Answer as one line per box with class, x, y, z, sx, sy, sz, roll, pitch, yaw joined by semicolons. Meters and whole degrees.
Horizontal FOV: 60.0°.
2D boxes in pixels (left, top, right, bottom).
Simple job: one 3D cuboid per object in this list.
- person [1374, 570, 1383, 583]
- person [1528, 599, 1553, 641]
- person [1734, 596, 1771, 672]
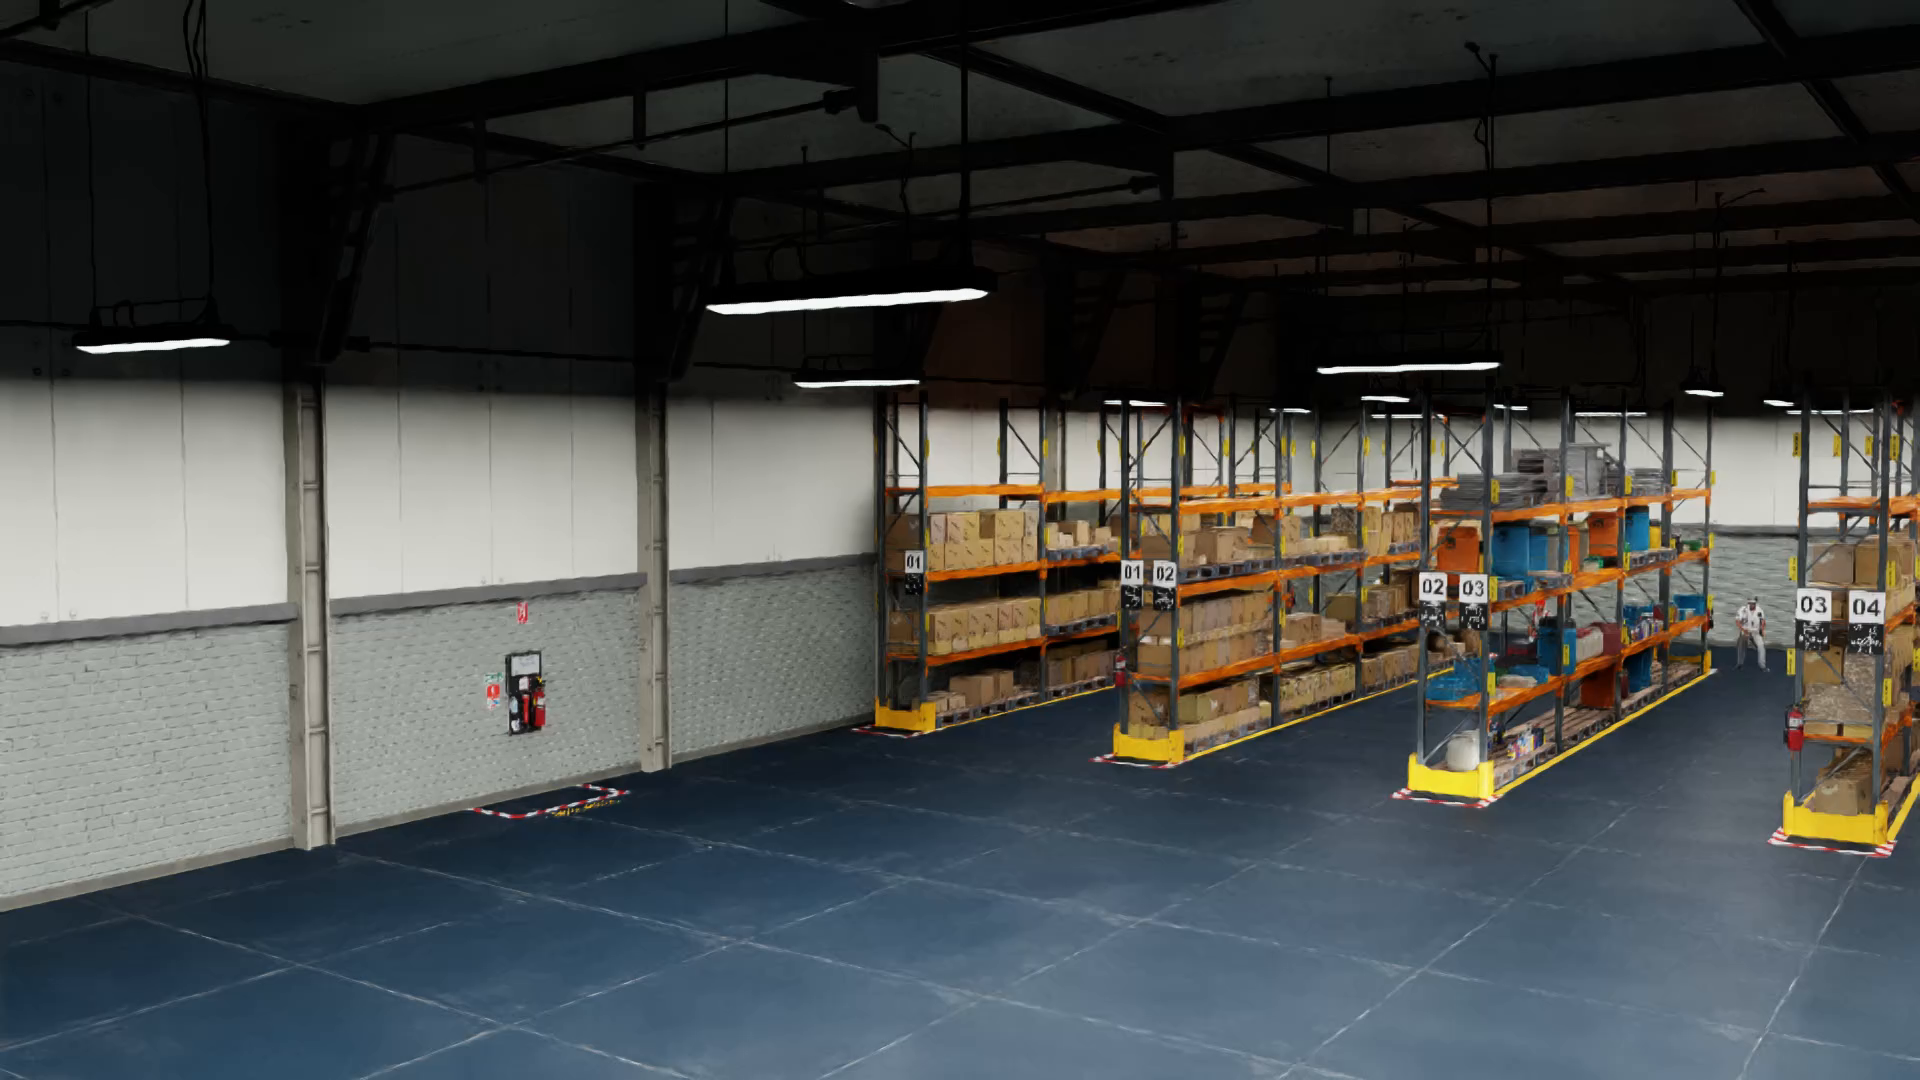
person;11.423;1.654;45.493;0.628;1.646;0.497;0;3;-6
person;12.702;2.114;36.393;0.553;1.709;1.123;2;4;36
person;17.715;2.086;37.225;0.706;1.693;0.827;1;3;16
